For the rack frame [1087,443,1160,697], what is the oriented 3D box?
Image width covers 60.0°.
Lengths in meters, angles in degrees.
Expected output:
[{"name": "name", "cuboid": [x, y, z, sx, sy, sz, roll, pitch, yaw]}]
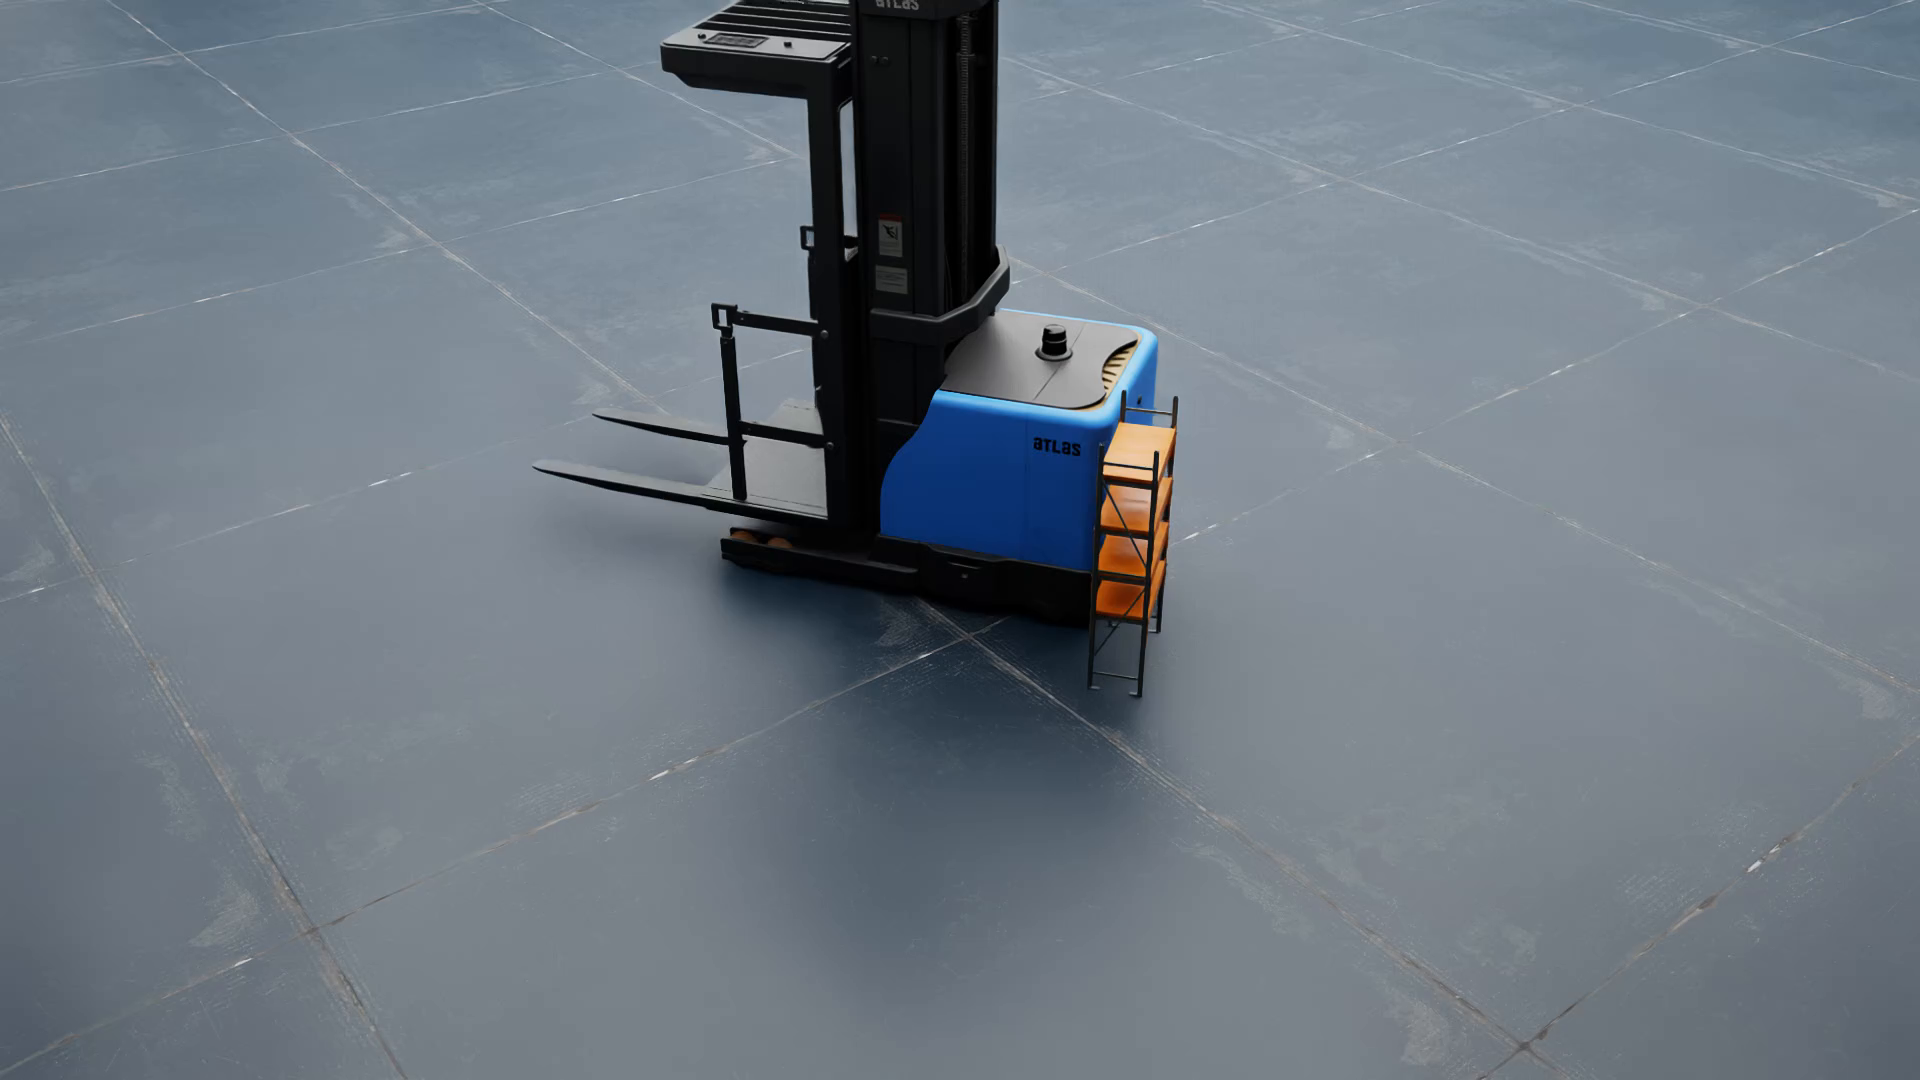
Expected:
[{"name": "rack frame", "cuboid": [0.668, 0.145, 6.879, 0.240, 1.200, 0.015, 8, 33, 13]}]

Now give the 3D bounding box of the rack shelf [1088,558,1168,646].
[{"name": "rack shelf", "cuboid": [0.732, 0.247, 7.219, 0.258, 0.148, 0.480, 8, 33, 13]}]

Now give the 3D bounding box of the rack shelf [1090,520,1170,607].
[{"name": "rack shelf", "cuboid": [0.732, 0.078, 7.114, 0.258, 0.148, 0.480, 8, 33, 13]}]

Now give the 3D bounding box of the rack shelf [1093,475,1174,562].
[{"name": "rack shelf", "cuboid": [0.732, -0.112, 6.996, 0.258, 0.148, 0.480, 8, 33, 13]}]

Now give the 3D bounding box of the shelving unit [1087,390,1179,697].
[{"name": "shelving unit", "cuboid": [0.732, 0.021, 7.079, 0.258, 1.200, 0.503, 8, 33, 13]}]

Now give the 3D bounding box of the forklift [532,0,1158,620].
[{"name": "forklift", "cuboid": [-0.632, -1.339, 7.628, 3.031, 2.935, 1.130, 10, 33, 16]}]

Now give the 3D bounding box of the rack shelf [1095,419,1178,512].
[{"name": "rack shelf", "cuboid": [0.732, -0.313, 6.871, 0.258, 0.148, 0.480, 8, 33, 13]}]

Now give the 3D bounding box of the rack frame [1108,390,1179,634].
[{"name": "rack frame", "cuboid": [0.796, -0.103, 7.279, 0.240, 1.200, 0.015, 8, 33, 13]}]
